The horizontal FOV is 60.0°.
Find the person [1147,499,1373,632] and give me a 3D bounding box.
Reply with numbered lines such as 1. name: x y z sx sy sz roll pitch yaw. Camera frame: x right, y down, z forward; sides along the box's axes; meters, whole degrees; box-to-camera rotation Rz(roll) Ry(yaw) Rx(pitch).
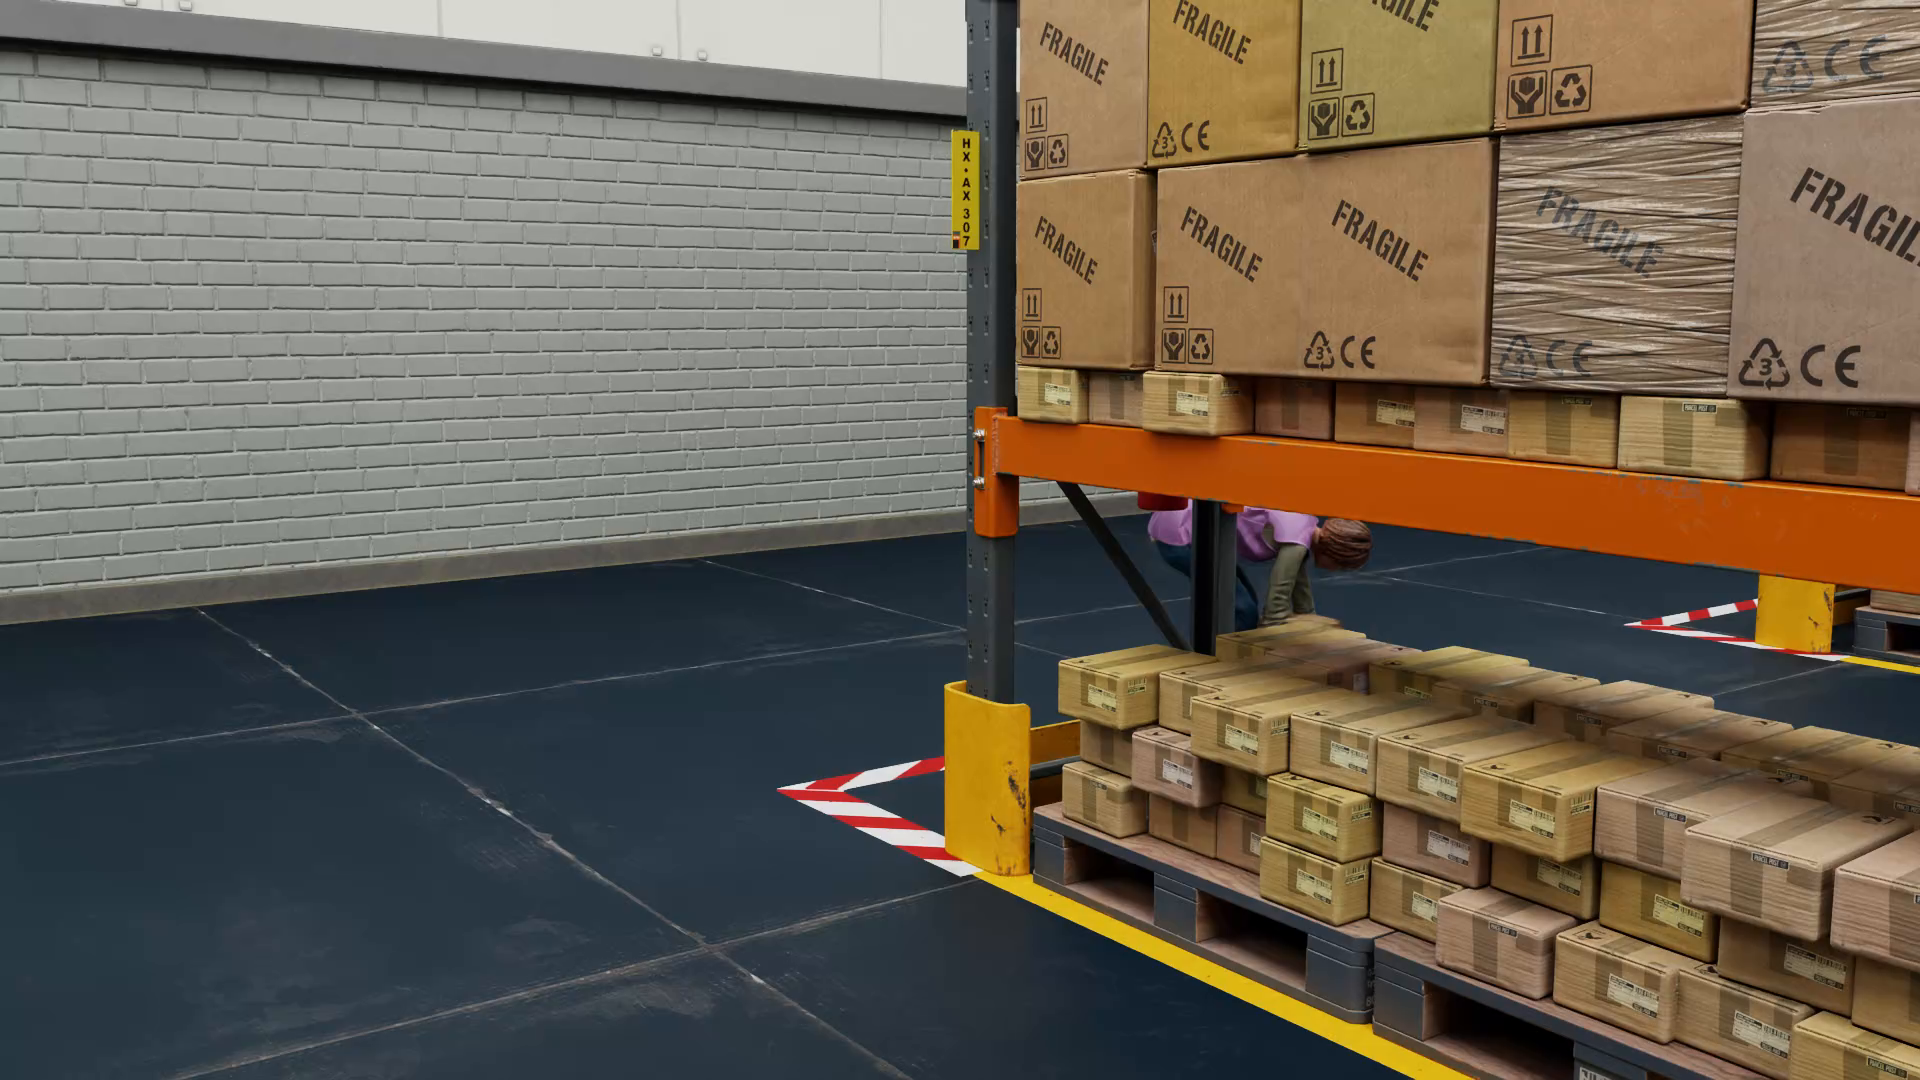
1. person: 1.159 0.239 6.479 0.864 0.950 0.405 1 8 7
